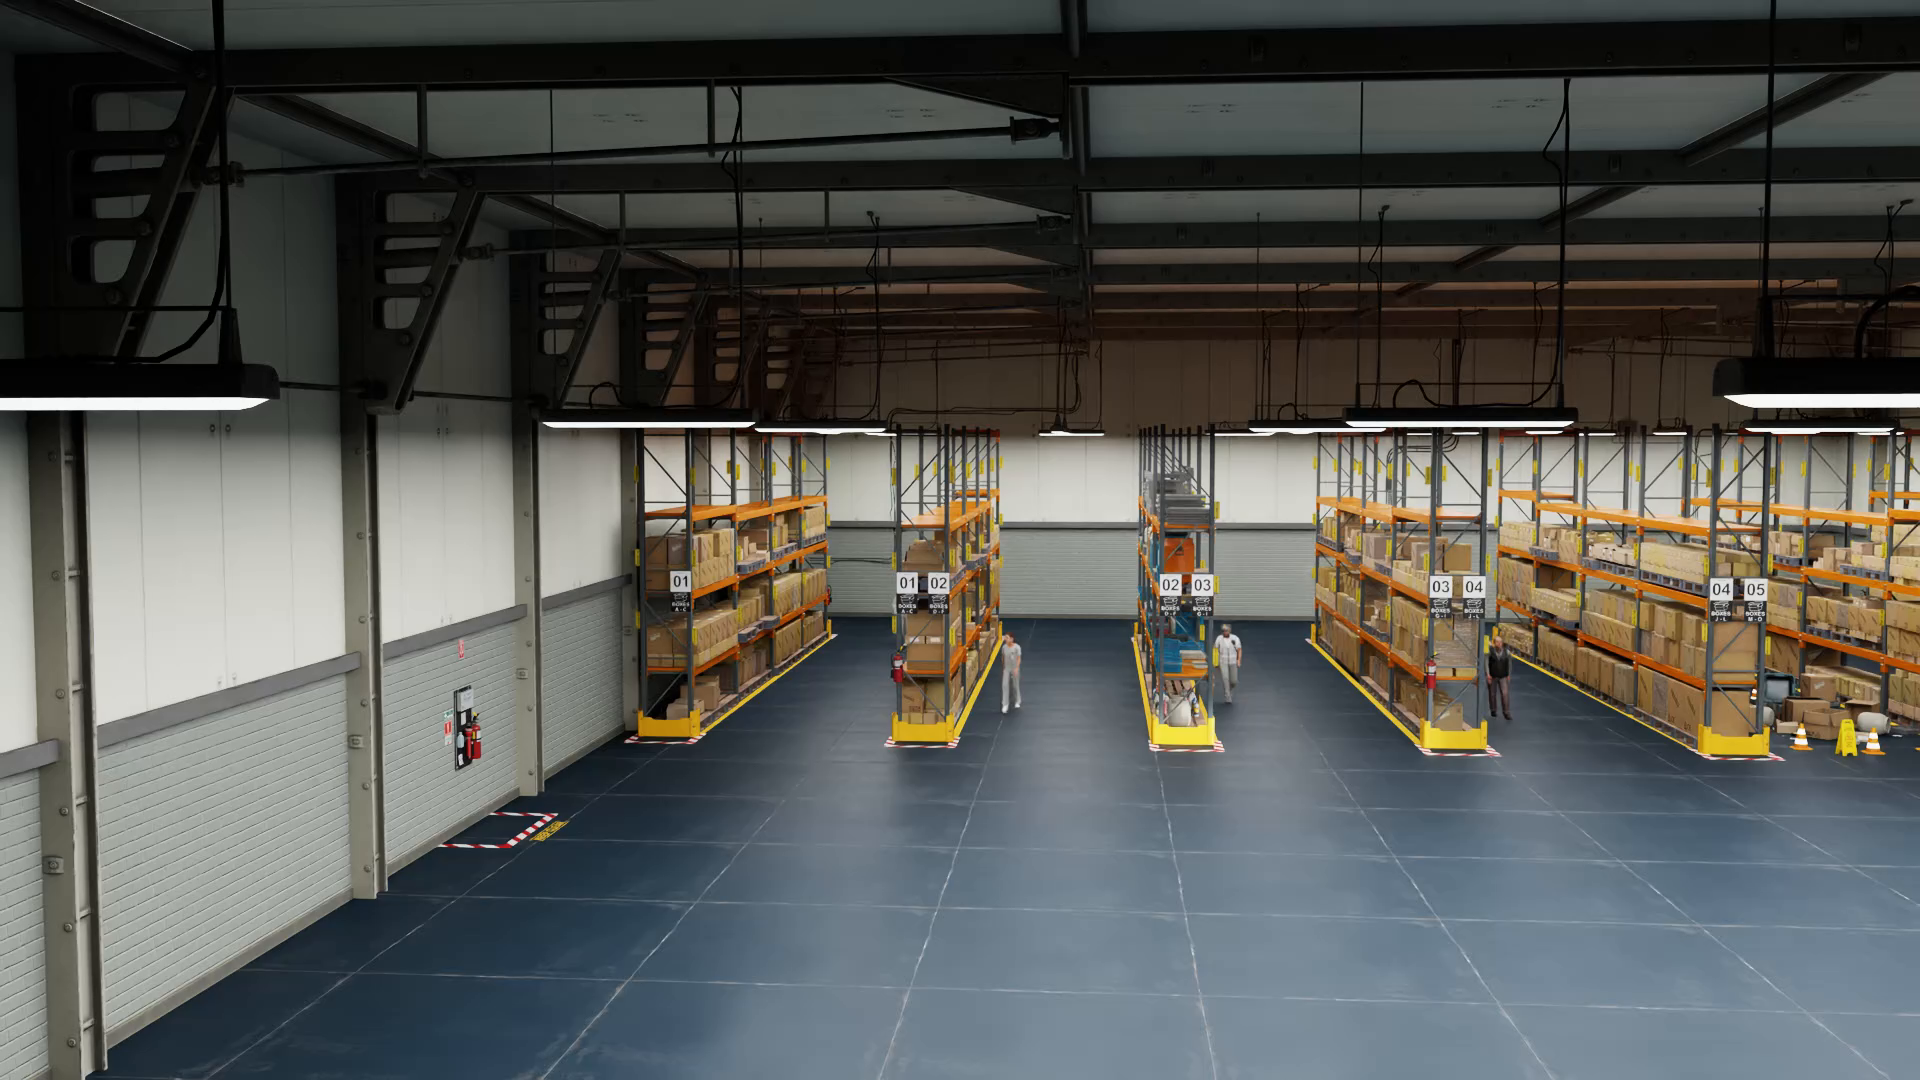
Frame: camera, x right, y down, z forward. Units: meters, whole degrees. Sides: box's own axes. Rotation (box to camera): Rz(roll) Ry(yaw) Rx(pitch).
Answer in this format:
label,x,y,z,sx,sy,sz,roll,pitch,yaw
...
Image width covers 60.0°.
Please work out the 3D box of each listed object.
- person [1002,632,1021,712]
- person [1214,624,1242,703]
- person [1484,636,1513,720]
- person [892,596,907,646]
label,x,y,z,sx,sy,sz,roll,pitch,yaw
person,1.057,2.751,35.008,0.465,1.636,0.893,1,4,20
person,5.866,2.668,36.421,0.588,1.679,0.886,0,3,1
person,10.926,2.800,33.772,0.557,1.677,0.966,1,4,15
person,-1.504,2.091,45.983,0.726,1.688,0.661,1,4,13
